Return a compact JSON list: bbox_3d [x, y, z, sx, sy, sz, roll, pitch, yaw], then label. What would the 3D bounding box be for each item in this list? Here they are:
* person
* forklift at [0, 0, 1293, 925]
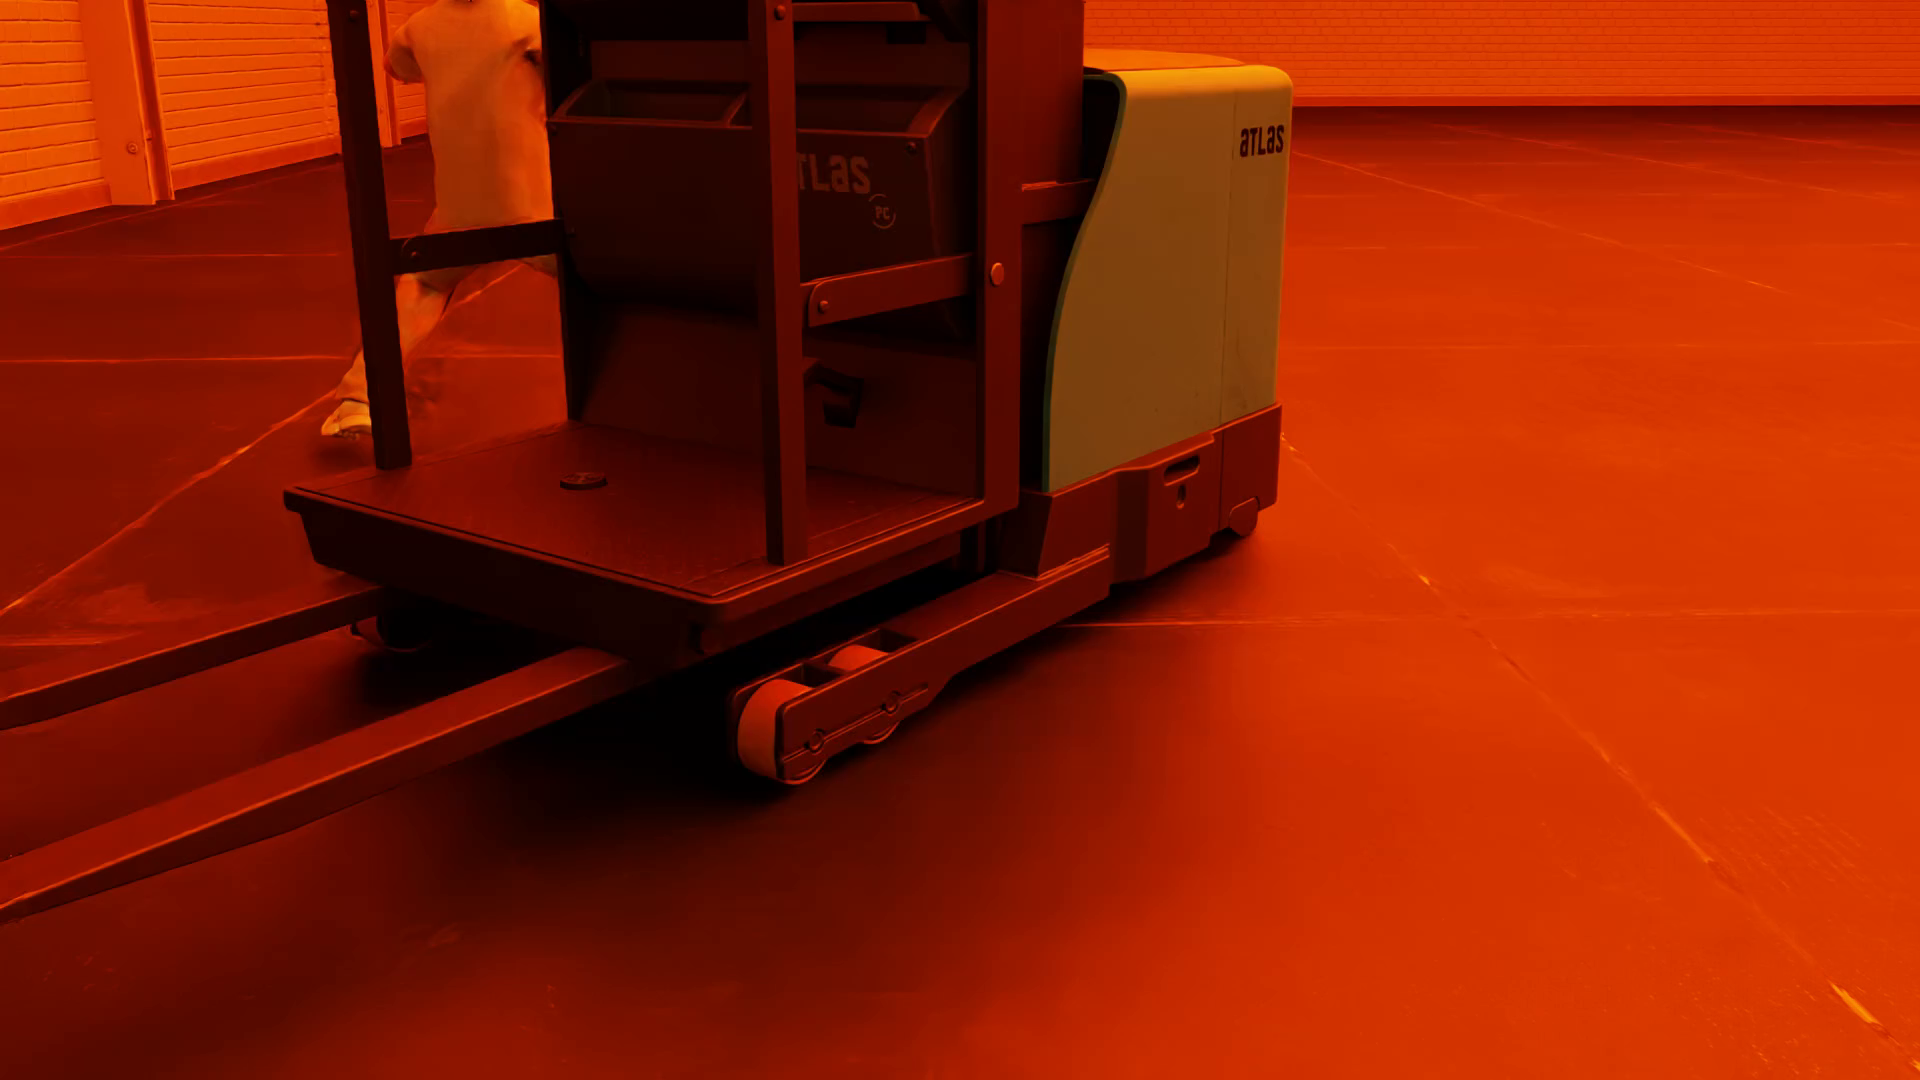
[{"bbox_3d":[-1.186,-0.955,4.547,1.218,1.463,0.688,6,18,20],"label":"person"},{"bbox_3d":[-0.512,-1.172,2.740,1.130,2.935,3.031,12,21,34],"label":"forklift"}]
